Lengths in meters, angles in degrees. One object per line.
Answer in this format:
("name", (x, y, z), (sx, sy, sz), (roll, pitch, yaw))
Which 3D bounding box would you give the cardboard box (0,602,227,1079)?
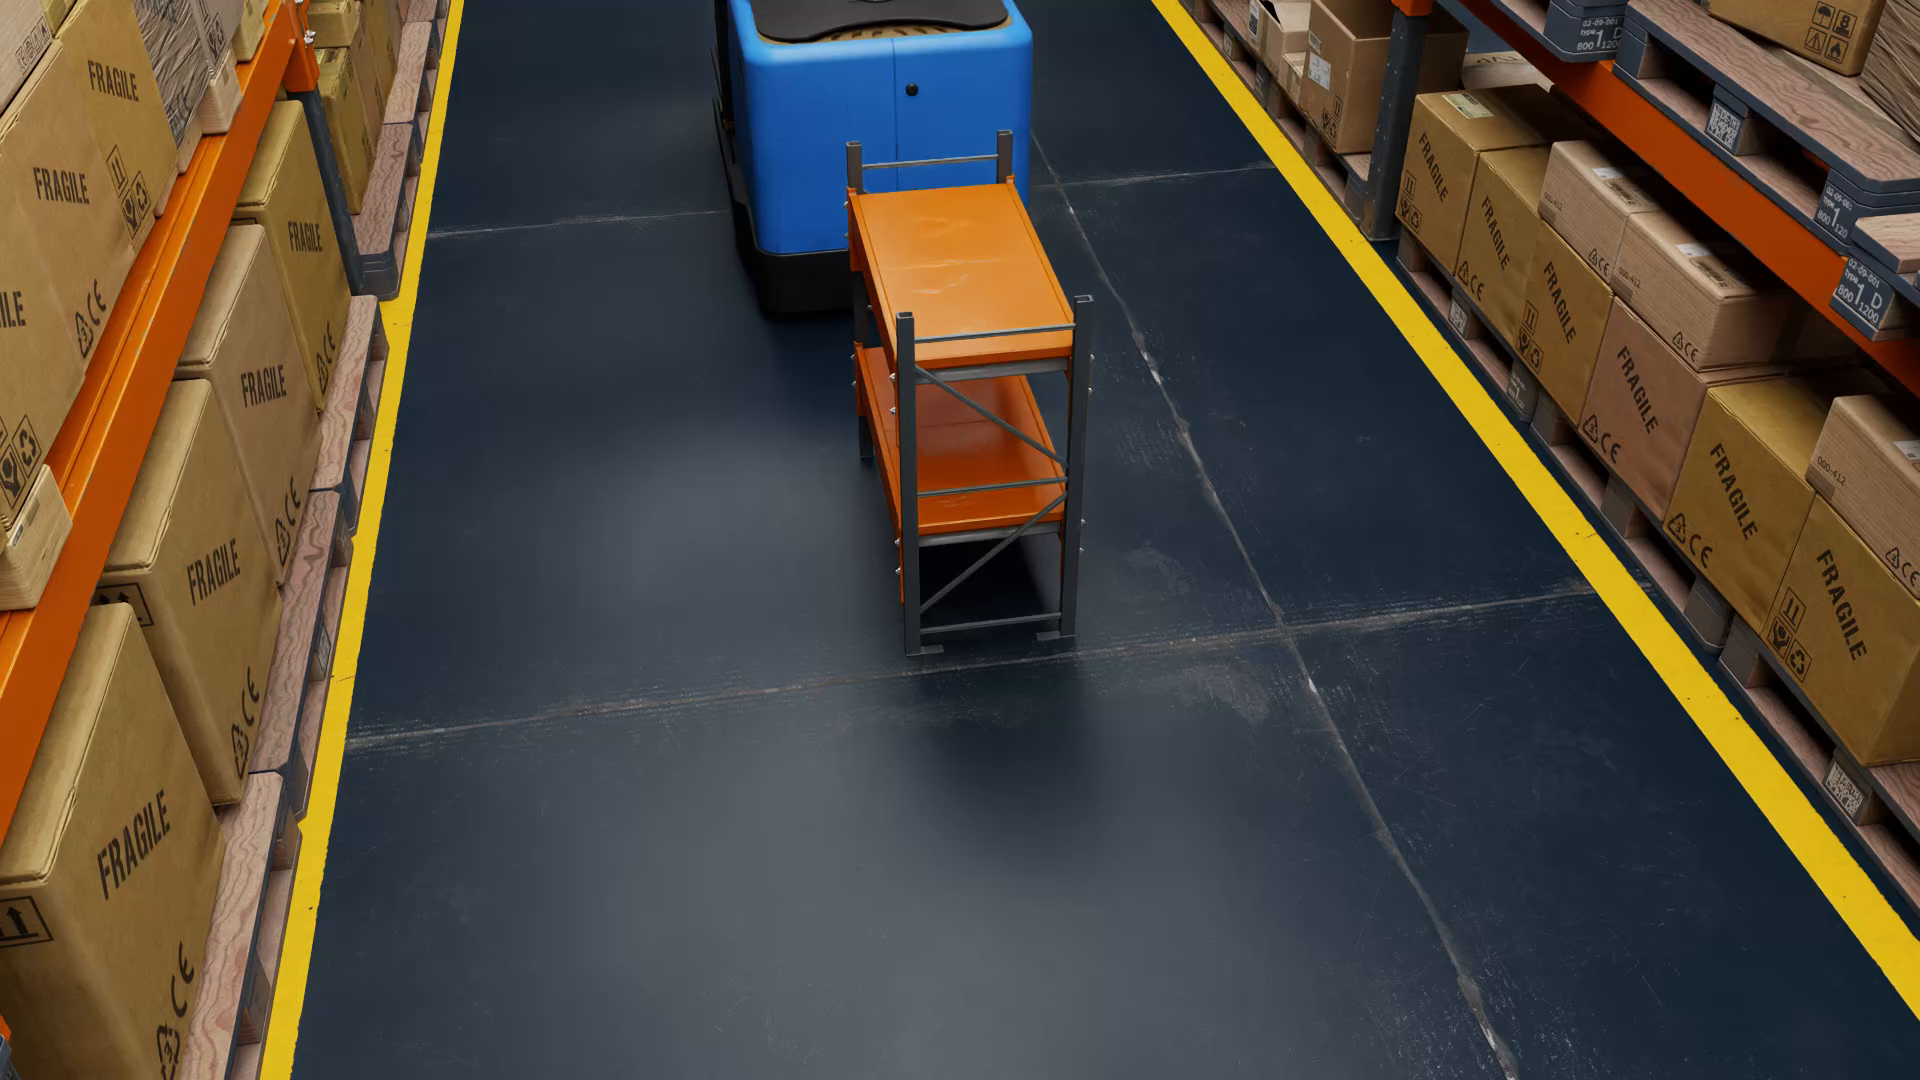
("cardboard box", (-2.016, 0.687, 3.331), (0.750, 0.750, 0.750), (-7, 38, -9))

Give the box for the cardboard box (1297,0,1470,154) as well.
("cardboard box", (1.780, -1.989, 7.044), (0.500, 0.500, 0.500), (-6, 38, -8))

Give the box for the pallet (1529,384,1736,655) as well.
("pallet", (2.556, -0.162, 5.287), (1.003, 0.211, 1.213), (-6, 38, -8))

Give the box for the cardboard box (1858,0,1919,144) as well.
("cardboard box", (2.666, -1.219, 3.951), (0.700, 0.500, 0.500), (0, 38, 1))

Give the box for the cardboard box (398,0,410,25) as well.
("cardboard box", (-3.110, -2.834, 8.149), (0.700, 0.500, 0.500), (-6, 38, -8))

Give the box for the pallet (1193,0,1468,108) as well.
("pallet", (1.822, -2.541, 8.349), (1.003, 0.211, 1.213), (-6, 38, -8))

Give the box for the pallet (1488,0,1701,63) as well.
("pallet", (2.191, -1.919, 5.431), (1.003, 0.211, 1.213), (-6, 38, -8))

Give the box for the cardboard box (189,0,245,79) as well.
("cardboard box", (-2.289, -1.560, 4.473), (0.500, 0.500, 0.500), (-6, 38, -8))

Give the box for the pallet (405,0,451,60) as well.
("pallet", (-3.202, -2.794, 8.675), (1.003, 0.211, 1.213), (-6, 38, -8))

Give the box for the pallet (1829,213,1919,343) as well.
("pallet", (2.672, -0.399, 3.475), (1.213, 0.211, 1.003), (-6, 38, -8))

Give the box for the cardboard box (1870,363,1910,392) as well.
("cardboard box", (2.881, -0.184, 4.721), (0.500, 0.500, 0.500), (-7, 38, -9))

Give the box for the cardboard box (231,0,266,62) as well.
("cardboard box", (-2.312, -1.539, 4.974), (0.380, 0.149, 0.250), (-6, 38, -7))

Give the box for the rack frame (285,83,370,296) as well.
("rack frame", (-2.717, -1.954, 5.320), (1.000, 3.000, 0.127), (-6, 38, -8))

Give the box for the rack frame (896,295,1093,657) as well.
("rack frame", (0.088, -0.141, 4.515), (0.500, 1.125, 0.032), (-6, 38, -8))

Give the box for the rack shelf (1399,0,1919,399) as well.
("rack shelf", (2.509, -0.997, 4.675), (1.077, 0.370, 4.000), (-6, 38, -8))

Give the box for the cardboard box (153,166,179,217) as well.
("cardboard box", (-2.200, -0.917, 4.174), (0.380, 0.149, 0.250), (-7, 38, -9))

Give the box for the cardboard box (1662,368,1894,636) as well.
("cardboard box", (2.375, -0.112, 4.628), (0.500, 0.500, 0.500), (-8, 38, -10))

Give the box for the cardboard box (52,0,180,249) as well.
("cardboard box", (-2.117, -0.955, 3.693), (0.500, 0.500, 0.500), (-5, 38, -7))

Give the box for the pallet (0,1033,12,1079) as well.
("pallet", (-1.786, 0.957, 1.730), (1.213, 0.211, 1.003), (-6, 38, -8))

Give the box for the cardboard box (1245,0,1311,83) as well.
("cardboard box", (1.648, -2.368, 7.686), (0.500, 0.311, 0.500), (-6, 38, -8))

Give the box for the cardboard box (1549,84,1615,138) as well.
("cardboard box", (2.527, -1.408, 6.297), (0.500, 0.500, 0.500), (-6, 38, -8))

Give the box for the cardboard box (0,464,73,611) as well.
("cardboard box", (-1.845, 0.007, 2.985), (0.380, 0.149, 0.250), (-5, 38, -7))

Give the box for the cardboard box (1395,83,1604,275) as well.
("cardboard box", (2.004, -1.357, 6.231), (0.500, 0.500, 0.500), (-8, 39, -10))

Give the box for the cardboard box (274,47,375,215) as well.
("cardboard box", (-2.748, -1.595, 6.554), (0.700, 0.500, 0.500), (-6, 38, -7))

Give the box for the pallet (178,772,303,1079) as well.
("pallet", (-2.080, 1.079, 3.689), (1.003, 0.211, 1.213), (-6, 38, -8))

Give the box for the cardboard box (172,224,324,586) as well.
("cardboard box", (-2.317, -0.356, 4.673), (0.750, 0.750, 0.750), (-5, 38, -7))

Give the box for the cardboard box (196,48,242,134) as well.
("cardboard box", (-2.207, -1.224, 4.570), (0.380, 0.149, 0.250), (-6, 38, -8))

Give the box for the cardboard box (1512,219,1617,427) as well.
("cardboard box", (2.188, -0.734, 5.428), (0.500, 0.500, 0.500), (-6, 38, -7))

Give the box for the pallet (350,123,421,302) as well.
("pallet", (-2.774, -1.320, 6.778), (1.003, 0.211, 1.213), (-6, 38, -8))

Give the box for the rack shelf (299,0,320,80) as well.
("rack shelf", (-3.068, -2.878, 7.096), (1.077, 0.370, 4.000), (-6, 38, -8))

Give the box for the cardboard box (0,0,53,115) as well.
("cardboard box", (-2.028, -0.927, 3.047), (0.500, 0.250, 0.500), (-6, 38, -8))

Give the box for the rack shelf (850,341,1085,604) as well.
("rack shelf", (-0.001, -0.255, 5.060), (0.538, 0.278, 1.000), (-6, 38, -8))

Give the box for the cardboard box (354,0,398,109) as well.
("cardboard box", (-2.920, -2.209, 7.344), (0.700, 0.500, 0.500), (-5, 38, -7))

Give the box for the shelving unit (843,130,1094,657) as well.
("shelving unit", (-0.001, -0.448, 4.910), (0.538, 1.125, 1.048), (-6, 38, -8))

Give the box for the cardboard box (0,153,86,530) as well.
("cardboard box", (-1.932, -0.341, 2.904), (0.500, 0.500, 0.500), (-5, 38, -6))

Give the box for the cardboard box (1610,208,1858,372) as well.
("cardboard box", (2.268, -0.746, 4.833), (0.500, 0.250, 0.500), (-7, 38, -9))

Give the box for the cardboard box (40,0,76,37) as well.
("cardboard box", (-2.124, -1.235, 3.443), (0.500, 0.250, 0.500), (-7, 38, -9))

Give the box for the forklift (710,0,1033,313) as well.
("forklift", (-0.514, -2.912, 6.609), (1.130, 2.935, 3.031), (-7, 38, -9))
